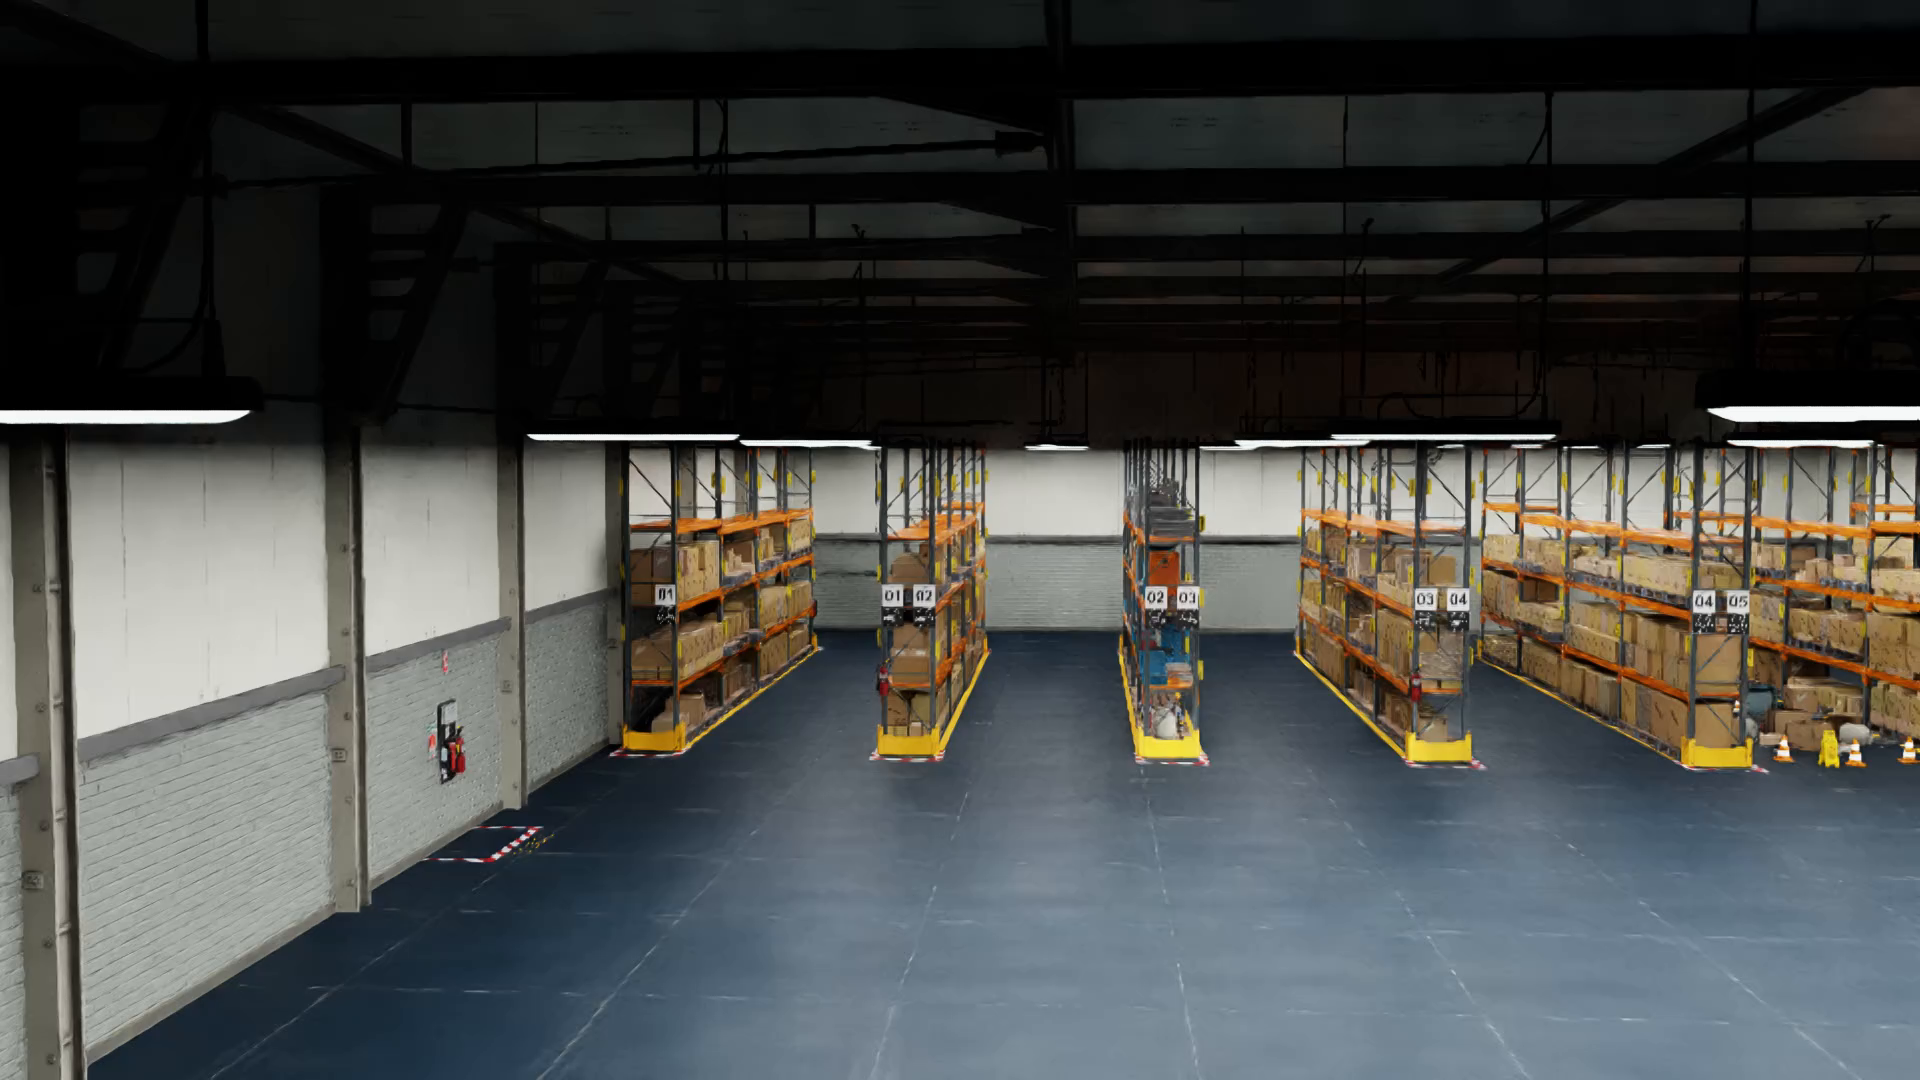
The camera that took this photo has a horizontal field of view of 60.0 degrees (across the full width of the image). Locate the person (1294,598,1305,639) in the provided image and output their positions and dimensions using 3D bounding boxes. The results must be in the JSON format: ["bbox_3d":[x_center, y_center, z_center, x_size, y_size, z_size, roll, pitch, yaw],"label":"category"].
[{"bbox_3d":[10.513,2.222,50.435,0.655,1.594,0.806,-1,3,-13],"label":"person"}]

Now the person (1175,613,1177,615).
[{"bbox_3d":[6.346,2.232,49.296,0.722,1.724,0.504,-3,4,-43],"label":"person"}]
